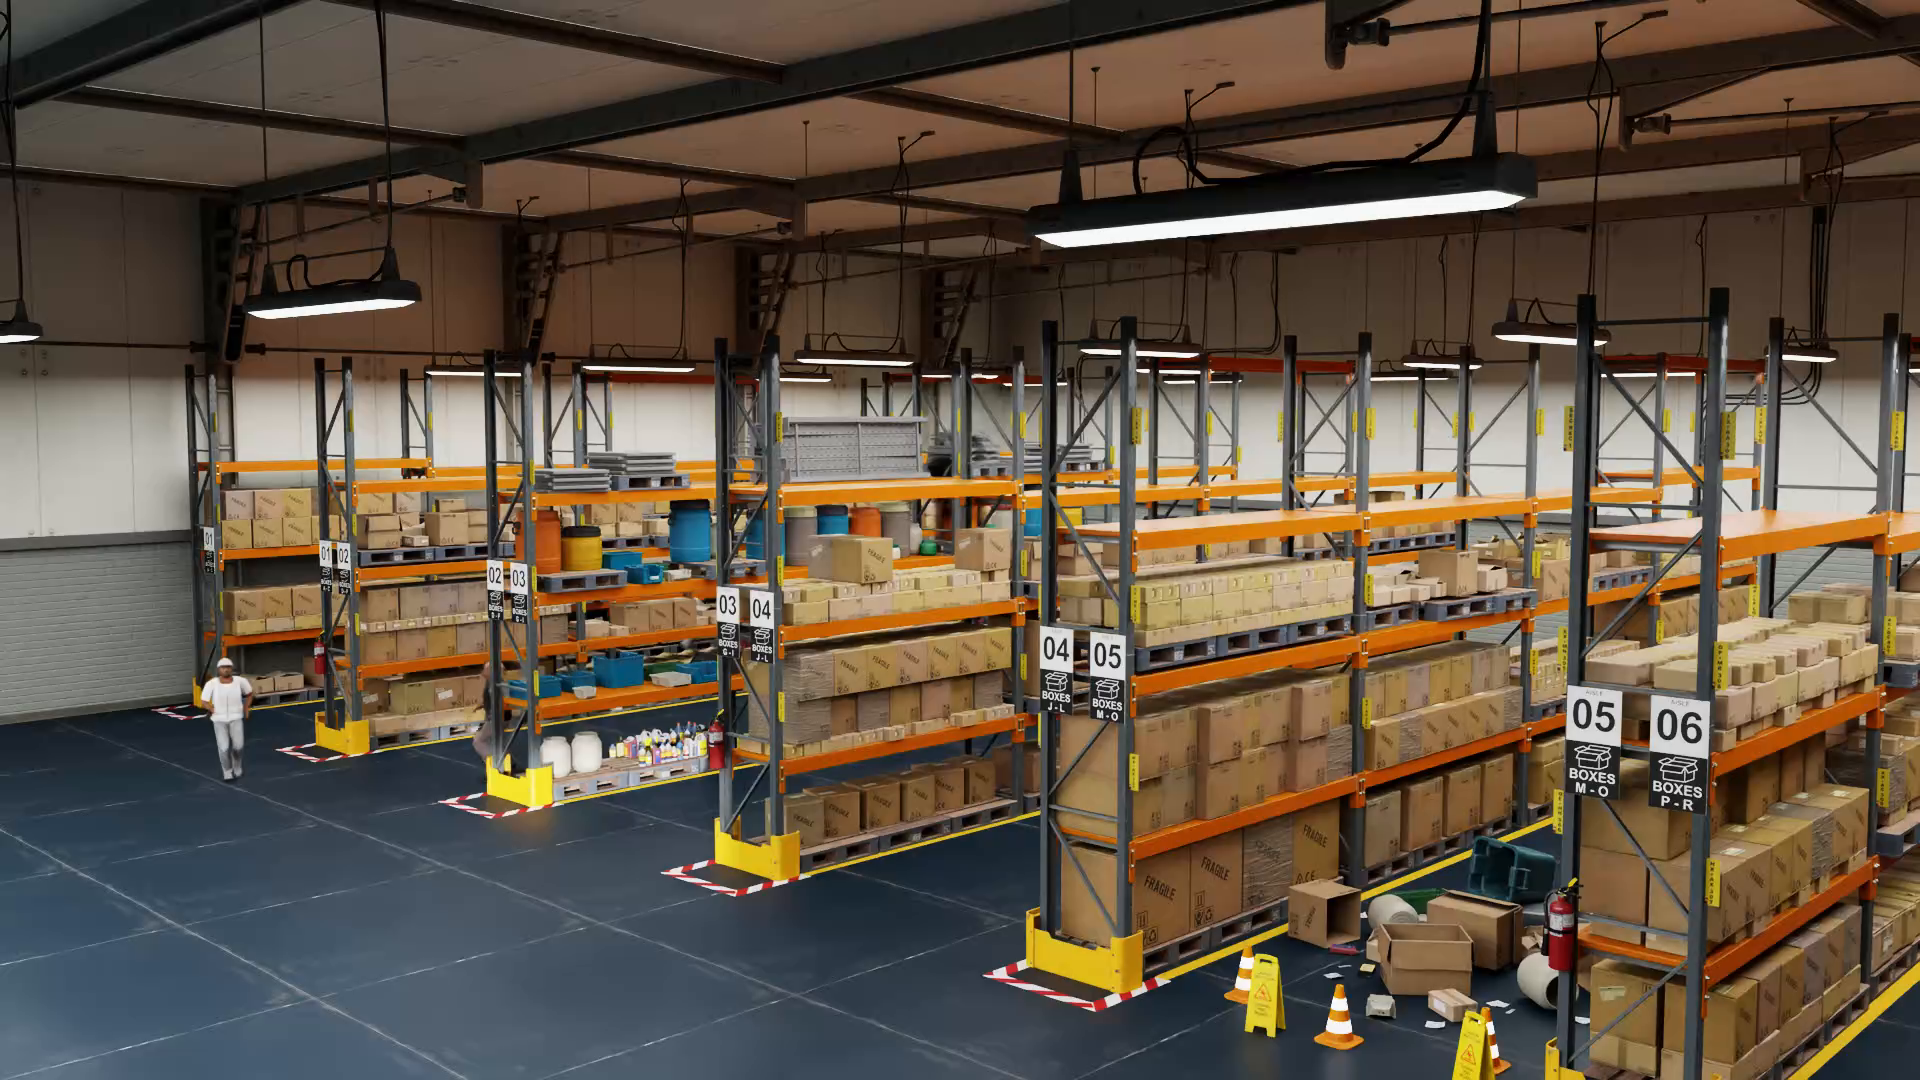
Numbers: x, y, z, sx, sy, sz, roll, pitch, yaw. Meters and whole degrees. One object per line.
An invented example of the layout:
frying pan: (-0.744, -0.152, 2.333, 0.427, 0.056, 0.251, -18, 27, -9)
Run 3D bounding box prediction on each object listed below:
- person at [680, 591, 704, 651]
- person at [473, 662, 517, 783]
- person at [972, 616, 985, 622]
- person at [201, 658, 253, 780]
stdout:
person: (-5.306, 1.770, 32.727, 0.707, 1.788, 0.852, 3, 5, 34)
person: (-6.569, 2.542, 23.515, 0.703, 1.680, 0.828, -2, 5, -27)
person: (0.434, 1.656, 31.157, 0.807, 1.859, 0.702, -3, 6, -38)
person: (-10.232, 2.511, 23.263, 0.687, 1.721, 0.587, -2, 5, -26)
